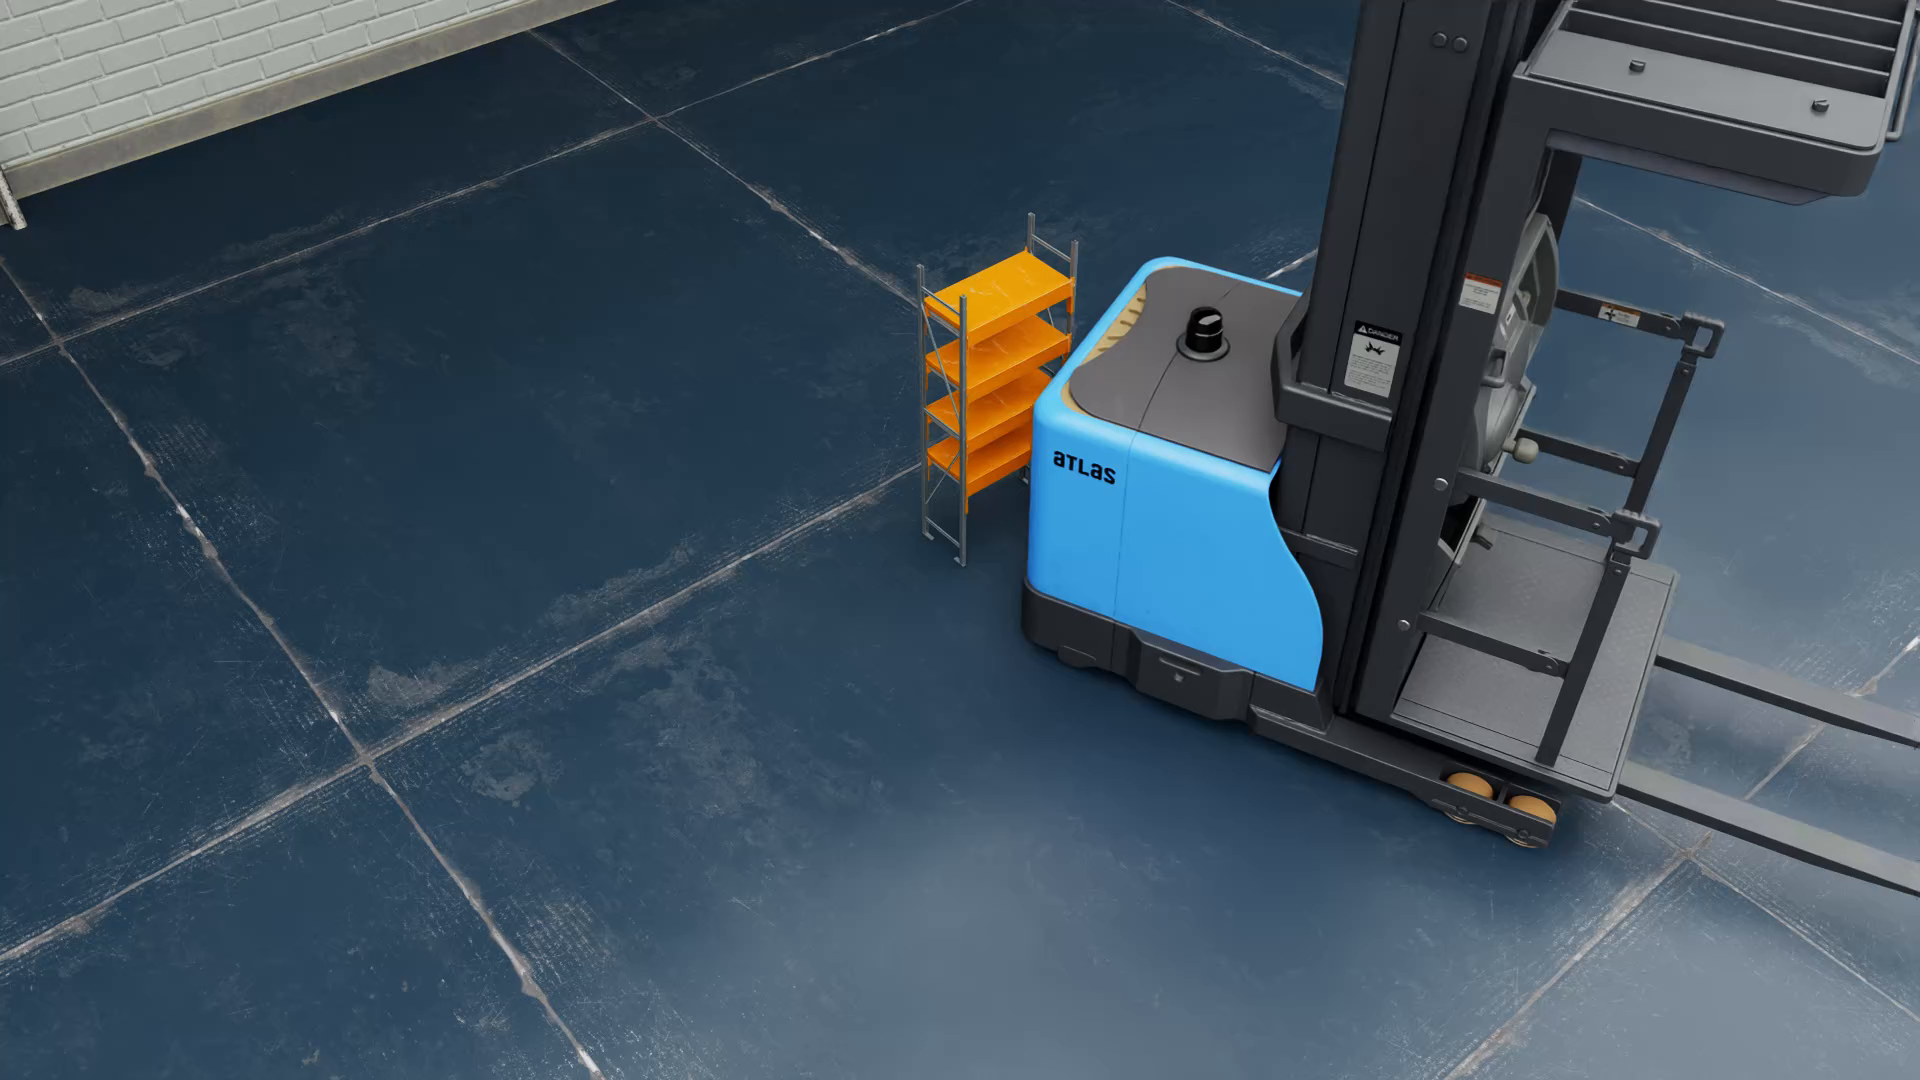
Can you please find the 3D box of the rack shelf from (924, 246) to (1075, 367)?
[{"bbox_3d":[0.127,-0.796,5.648,0.480,0.148,0.258,-30,51,-28],"label":"rack shelf"}]

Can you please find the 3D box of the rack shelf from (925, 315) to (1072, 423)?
[{"bbox_3d":[0.127,-0.624,5.810,0.480,0.148,0.258,-30,51,-28],"label":"rack shelf"}]

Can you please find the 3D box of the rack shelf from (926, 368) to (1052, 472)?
[{"bbox_3d":[0.127,-0.461,5.963,0.480,0.148,0.258,-30,51,-28],"label":"rack shelf"}]

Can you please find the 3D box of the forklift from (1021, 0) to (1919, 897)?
[{"bbox_3d":[1.760,-0.524,4.667,3.031,2.935,1.130,20,47,20],"label":"forklift"}]

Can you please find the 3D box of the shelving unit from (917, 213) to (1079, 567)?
[{"bbox_3d":[0.127,-0.510,5.917,0.503,1.200,0.258,-30,51,-28],"label":"shelving unit"}]

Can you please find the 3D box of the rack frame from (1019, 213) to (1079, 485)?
[{"bbox_3d":[0.314,-0.617,6.031,0.015,1.200,0.240,-30,51,-28],"label":"rack frame"}]

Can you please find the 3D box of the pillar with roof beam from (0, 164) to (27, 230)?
[{"bbox_3d":[-1.874,-2.490,2.328,0.400,9.000,9.100,-30,51,-28],"label":"pillar with roof beam"}]

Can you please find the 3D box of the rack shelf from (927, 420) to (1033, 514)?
[{"bbox_3d":[0.127,-0.316,6.099,0.480,0.148,0.258,-30,51,-28],"label":"rack shelf"}]

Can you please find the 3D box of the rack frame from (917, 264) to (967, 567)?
[{"bbox_3d":[-0.060,-0.403,5.803,0.015,1.200,0.240,-30,51,-28],"label":"rack frame"}]
